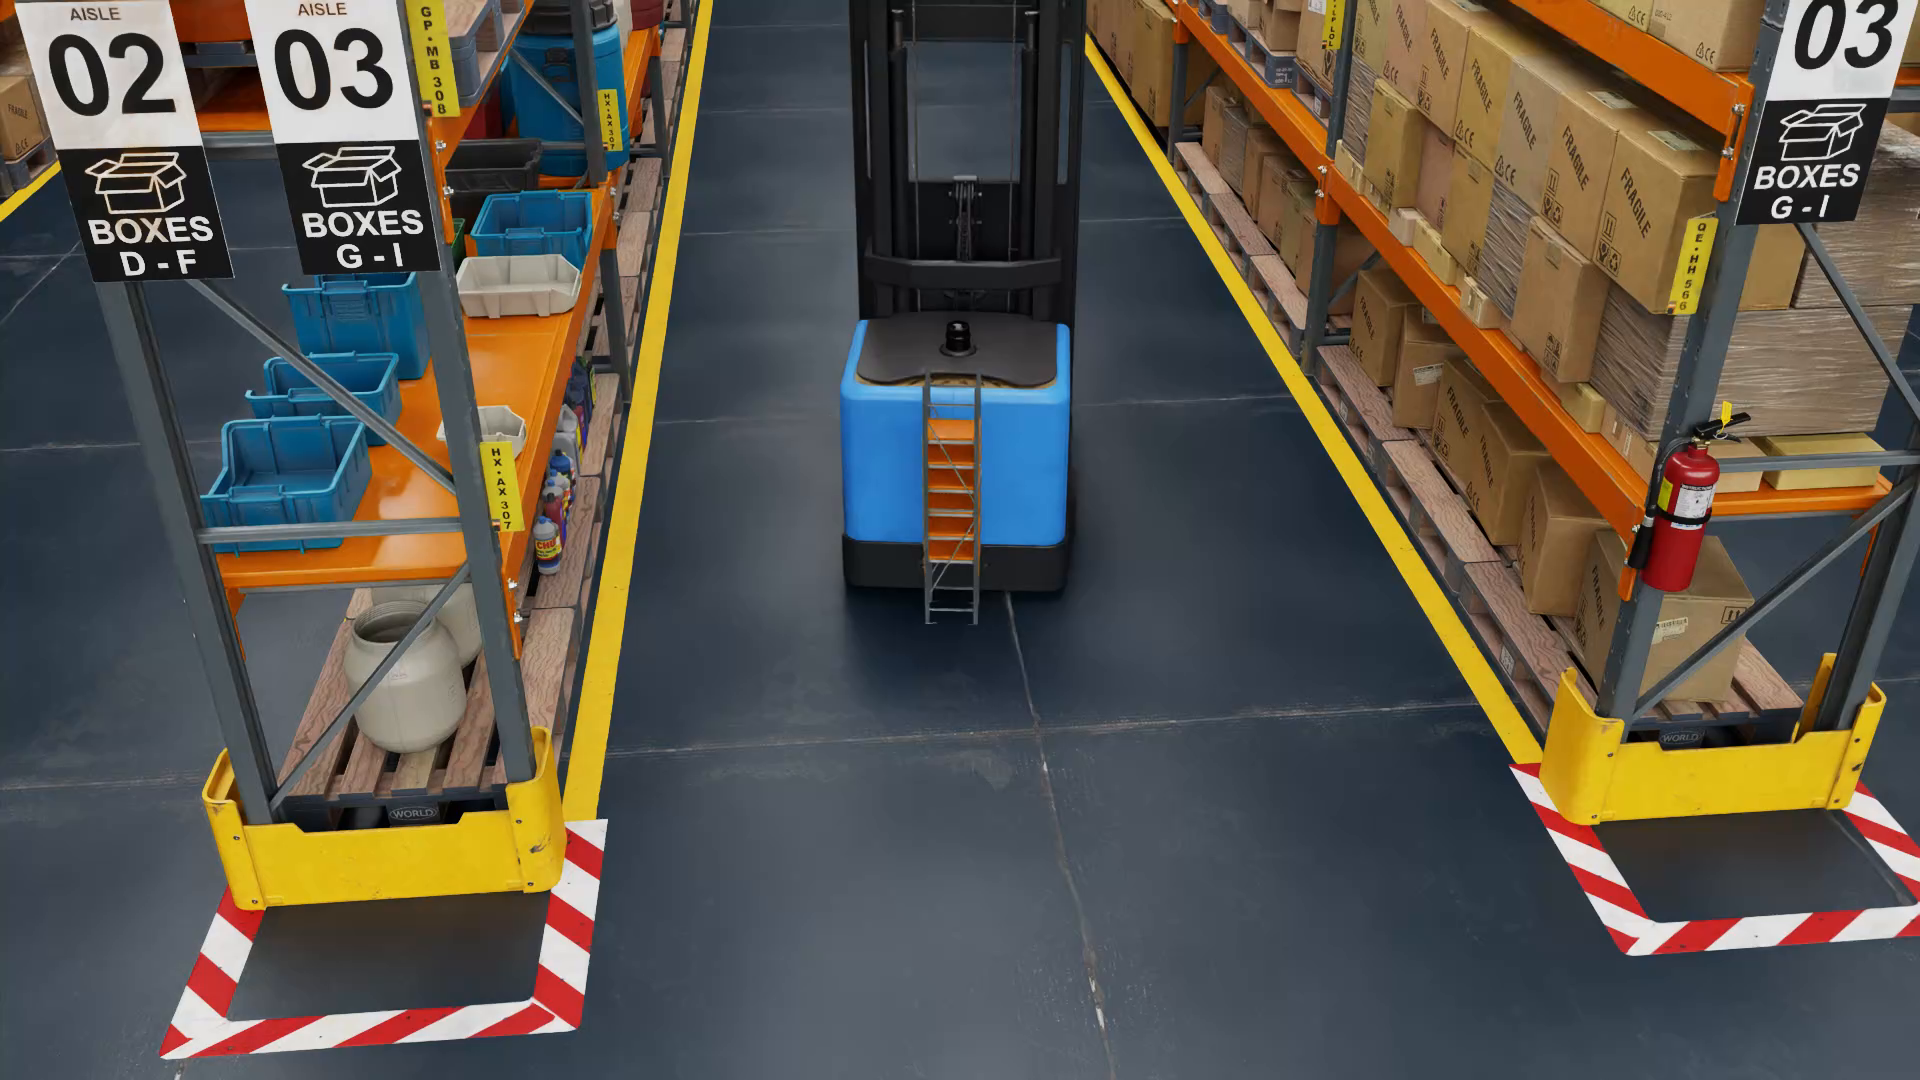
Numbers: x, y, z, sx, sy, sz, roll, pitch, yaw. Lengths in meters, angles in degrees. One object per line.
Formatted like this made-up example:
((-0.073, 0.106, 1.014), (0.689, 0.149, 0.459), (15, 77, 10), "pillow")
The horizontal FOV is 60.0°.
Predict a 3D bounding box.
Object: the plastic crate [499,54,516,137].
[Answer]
((-2.803, -2.610, 9.709), (0.392, 0.384, 0.575), (-3, 31, -5), "plastic crate")

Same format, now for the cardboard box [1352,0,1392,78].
((2.330, -2.663, 8.421), (0.500, 0.500, 0.500), (-3, 31, -5), "cardboard box")

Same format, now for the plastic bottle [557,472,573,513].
((-1.927, -0.231, 8.011), (0.097, 0.201, 0.097), (0, 31, 0), "plastic bottle")

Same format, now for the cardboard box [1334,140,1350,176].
((2.261, -2.073, 9.041), (0.380, 0.149, 0.250), (-3, 31, -5), "cardboard box")

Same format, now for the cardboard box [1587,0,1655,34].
((2.567, -1.975, 5.853), (0.500, 0.250, 0.500), (-3, 31, -4), "cardboard box")

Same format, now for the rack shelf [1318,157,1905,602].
((2.728, -0.975, 7.660), (1.077, 0.370, 4.000), (-3, 31, -5), "rack shelf")

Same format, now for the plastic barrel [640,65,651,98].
((-2.932, -4.081, 14.099), (0.600, 0.588, 0.708), (-3, 31, -5), "plastic barrel")

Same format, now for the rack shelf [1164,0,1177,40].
((1.980, -5.060, 14.498), (1.077, 0.370, 4.000), (-3, 31, -5), "rack shelf")

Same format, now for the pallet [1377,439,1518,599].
((2.756, -0.143, 8.283), (1.003, 0.211, 1.213), (-3, 31, -5), "pallet")

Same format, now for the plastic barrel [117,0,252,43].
((-2.189, -1.920, 4.786), (0.600, 0.830, 0.708), (-3, 31, -5), "plastic barrel")

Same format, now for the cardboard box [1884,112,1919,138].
((7.167, -2.987, 12.110), (1.050, 0.750, 0.750), (-2, 31, -4), "cardboard box")

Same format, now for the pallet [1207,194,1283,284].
((2.349, -2.130, 11.610), (1.003, 0.211, 1.213), (-3, 31, -5), "pallet")

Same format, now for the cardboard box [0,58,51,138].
((-7.509, -3.504, 13.199), (0.500, 0.500, 0.500), (-4, 31, -6), "cardboard box")

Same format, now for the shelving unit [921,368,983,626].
((-0.034, -0.174, 7.371), (0.258, 1.200, 0.189), (2, 31, 3), "shelving unit")

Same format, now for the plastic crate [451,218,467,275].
((-2.545, -1.271, 7.659), (0.450, 0.188, 0.662), (-3, 31, -5), "plastic crate")

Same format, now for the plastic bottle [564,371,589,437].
((-2.025, -0.707, 8.662), (0.144, 0.351, 0.185), (-4, 31, -7), "plastic bottle")

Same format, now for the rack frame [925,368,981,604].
((-0.030, -0.221, 7.449), (0.240, 1.200, 0.006), (2, 31, 3), "rack frame")

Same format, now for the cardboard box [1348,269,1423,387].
((2.538, -1.206, 9.373), (0.500, 0.500, 0.500), (-4, 31, -6), "cardboard box")

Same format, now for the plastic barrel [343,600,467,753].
((-2.154, 0.530, 6.455), (0.421, 0.512, 0.421), (0, 31, 0), "plastic barrel")

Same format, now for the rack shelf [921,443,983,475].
((-0.034, -0.342, 7.270), (0.258, 0.103, 0.180), (2, 31, 3), "rack shelf")

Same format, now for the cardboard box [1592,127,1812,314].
((2.617, -1.132, 5.858), (0.500, 0.500, 0.500), (-3, 31, -5), "cardboard box")

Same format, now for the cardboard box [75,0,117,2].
((-7.701, -4.542, 14.937), (0.500, 0.500, 0.500), (-3, 31, -4), "cardboard box")

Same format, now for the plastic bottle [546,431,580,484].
((-1.984, -0.427, 8.266), (0.152, 0.276, 0.135), (-2, 31, -4), "plastic bottle")

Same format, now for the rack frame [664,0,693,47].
((-3.138, -6.153, 15.625), (1.000, 3.000, 0.127), (-3, 31, -5), "rack frame")

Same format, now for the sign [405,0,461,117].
((-1.469, -1.342, 4.637), (0.100, 0.325, 0.005), (-3, 31, -5), "sign")

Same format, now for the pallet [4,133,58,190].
((-7.728, -3.061, 13.168), (1.003, 0.211, 1.213), (-3, 31, -5), "pallet")

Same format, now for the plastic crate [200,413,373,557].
((-2.361, -0.203, 5.810), (0.499, 0.251, 0.616), (-3, 31, -5), "plastic crate")

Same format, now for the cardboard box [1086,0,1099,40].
((1.873, -5.332, 15.914), (1.225, 0.875, 0.875), (-3, 31, -4), "cardboard box")

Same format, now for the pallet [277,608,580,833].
((-2.141, 0.720, 6.839), (1.003, 0.211, 1.213), (-3, 31, -5), "pallet")

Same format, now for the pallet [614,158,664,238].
((-2.730, -2.516, 12.256), (1.003, 0.211, 1.213), (-3, 31, -5), "pallet")

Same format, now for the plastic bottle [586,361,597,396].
((-2.046, -0.885, 9.107), (0.097, 0.201, 0.097), (0, 31, 0), "plastic bottle")

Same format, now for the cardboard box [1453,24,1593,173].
((2.482, -1.898, 7.140), (0.500, 0.500, 0.500), (-3, 31, -5), "cardboard box")

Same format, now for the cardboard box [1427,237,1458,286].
((2.415, -1.308, 7.760), (0.380, 0.149, 0.250), (-3, 31, -5), "cardboard box")

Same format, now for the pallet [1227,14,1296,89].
((2.393, -3.257, 10.964), (1.003, 0.211, 1.213), (-3, 31, -5), "pallet")

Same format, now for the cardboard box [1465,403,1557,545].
((2.743, -0.314, 7.879), (0.500, 0.500, 0.500), (0, 31, 0), "cardboard box")

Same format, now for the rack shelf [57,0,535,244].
((-2.204, -2.026, 6.493), (1.077, 0.370, 4.000), (-3, 31, -5), "rack shelf")

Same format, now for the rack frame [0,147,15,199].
((-7.696, -3.875, 11.812), (1.000, 3.000, 0.127), (-3, 31, -5), "rack frame")

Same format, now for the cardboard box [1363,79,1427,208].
((2.533, -1.986, 8.263), (0.875, 0.500, 0.500), (-3, 31, -5), "cardboard box")

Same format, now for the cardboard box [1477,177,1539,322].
((2.721, -1.223, 6.985), (0.875, 0.500, 0.500), (-3, 31, -5), "cardboard box")

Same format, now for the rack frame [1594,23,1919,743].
((2.915, -0.263, 5.766), (1.000, 3.000, 0.127), (-3, 31, -5), "rack frame")

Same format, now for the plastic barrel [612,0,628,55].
((-2.416, -3.428, 10.955), (0.421, 0.512, 0.421), (0, 31, 0), "plastic barrel")

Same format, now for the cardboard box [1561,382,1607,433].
((2.585, -0.544, 6.480), (0.380, 0.149, 0.250), (-3, 31, -5), "cardboard box")

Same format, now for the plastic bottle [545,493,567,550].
((-1.879, -0.106, 7.722), (0.061, 0.283, 0.133), (-2, 31, -4), "plastic bottle")

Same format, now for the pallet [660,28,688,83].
((-3.107, -4.559, 15.678), (1.003, 0.211, 1.213), (-3, 31, -5), "pallet")

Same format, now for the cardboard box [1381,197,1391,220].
((2.356, -1.692, 8.402), (0.380, 0.149, 0.250), (-3, 31, -5), "cardboard box")

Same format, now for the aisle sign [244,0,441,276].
((-1.718, -1.119, 4.664), (0.394, 0.787, 0.004), (-3, 31, -5), "aisle sign")

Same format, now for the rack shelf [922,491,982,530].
((-0.034, -0.136, 7.394), (0.258, 0.103, 0.180), (2, 31, 3), "rack shelf")

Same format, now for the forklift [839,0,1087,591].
((0.049, -1.744, 8.311), (1.130, 2.935, 3.031), (2, 31, 3), "forklift")

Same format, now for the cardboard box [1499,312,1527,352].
((2.549, -0.928, 7.124), (0.380, 0.149, 0.250), (-3, 31, -5), "cardboard box")

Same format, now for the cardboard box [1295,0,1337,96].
((2.606, -3.156, 9.613), (1.000, 1.000, 1.000), (-3, 31, -4), "cardboard box")

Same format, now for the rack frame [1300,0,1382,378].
((2.541, -2.305, 9.185), (1.000, 3.000, 0.127), (-3, 31, -5), "rack frame")

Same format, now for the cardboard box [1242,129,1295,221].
((2.374, -2.551, 11.604), (0.700, 0.500, 0.500), (0, 31, 0), "cardboard box")

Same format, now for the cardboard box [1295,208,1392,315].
((2.505, -1.736, 10.239), (0.700, 0.500, 0.500), (-5, 31, -8), "cardboard box")

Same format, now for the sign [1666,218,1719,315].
((2.360, -0.880, 5.360), (0.100, 0.325, 0.005), (-3, 31, -5), "sign")

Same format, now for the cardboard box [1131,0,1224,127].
((2.123, -3.969, 13.632), (1.225, 0.875, 0.875), (-4, 31, -7), "cardboard box")
